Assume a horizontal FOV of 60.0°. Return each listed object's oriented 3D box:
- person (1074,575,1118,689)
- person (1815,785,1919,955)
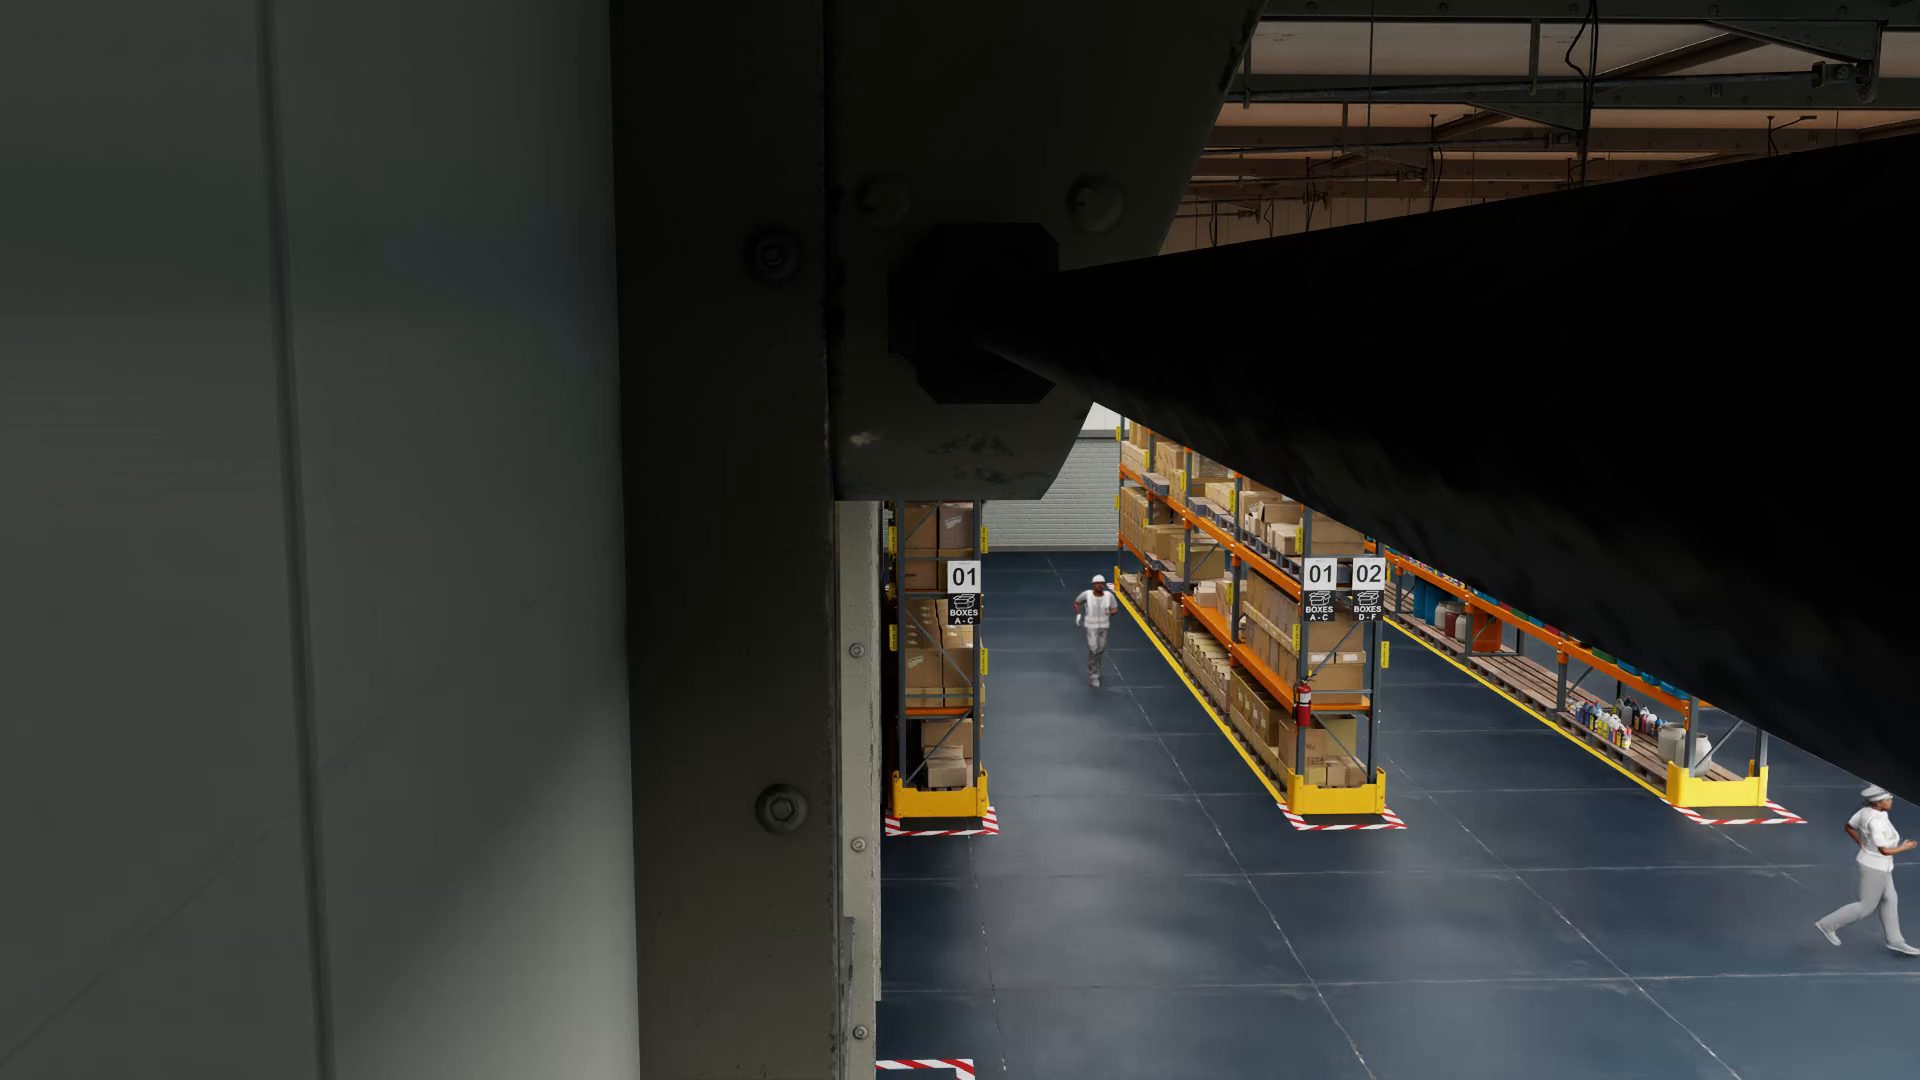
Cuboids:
[{"bbox_3d":[2.274,1.477,27.531,0.681,1.828,0.796,-2,8,-12],"label":"person"},{"bbox_3d":[8.845,3.171,16.112,0.940,1.681,0.577,3,9,20],"label":"person"}]
